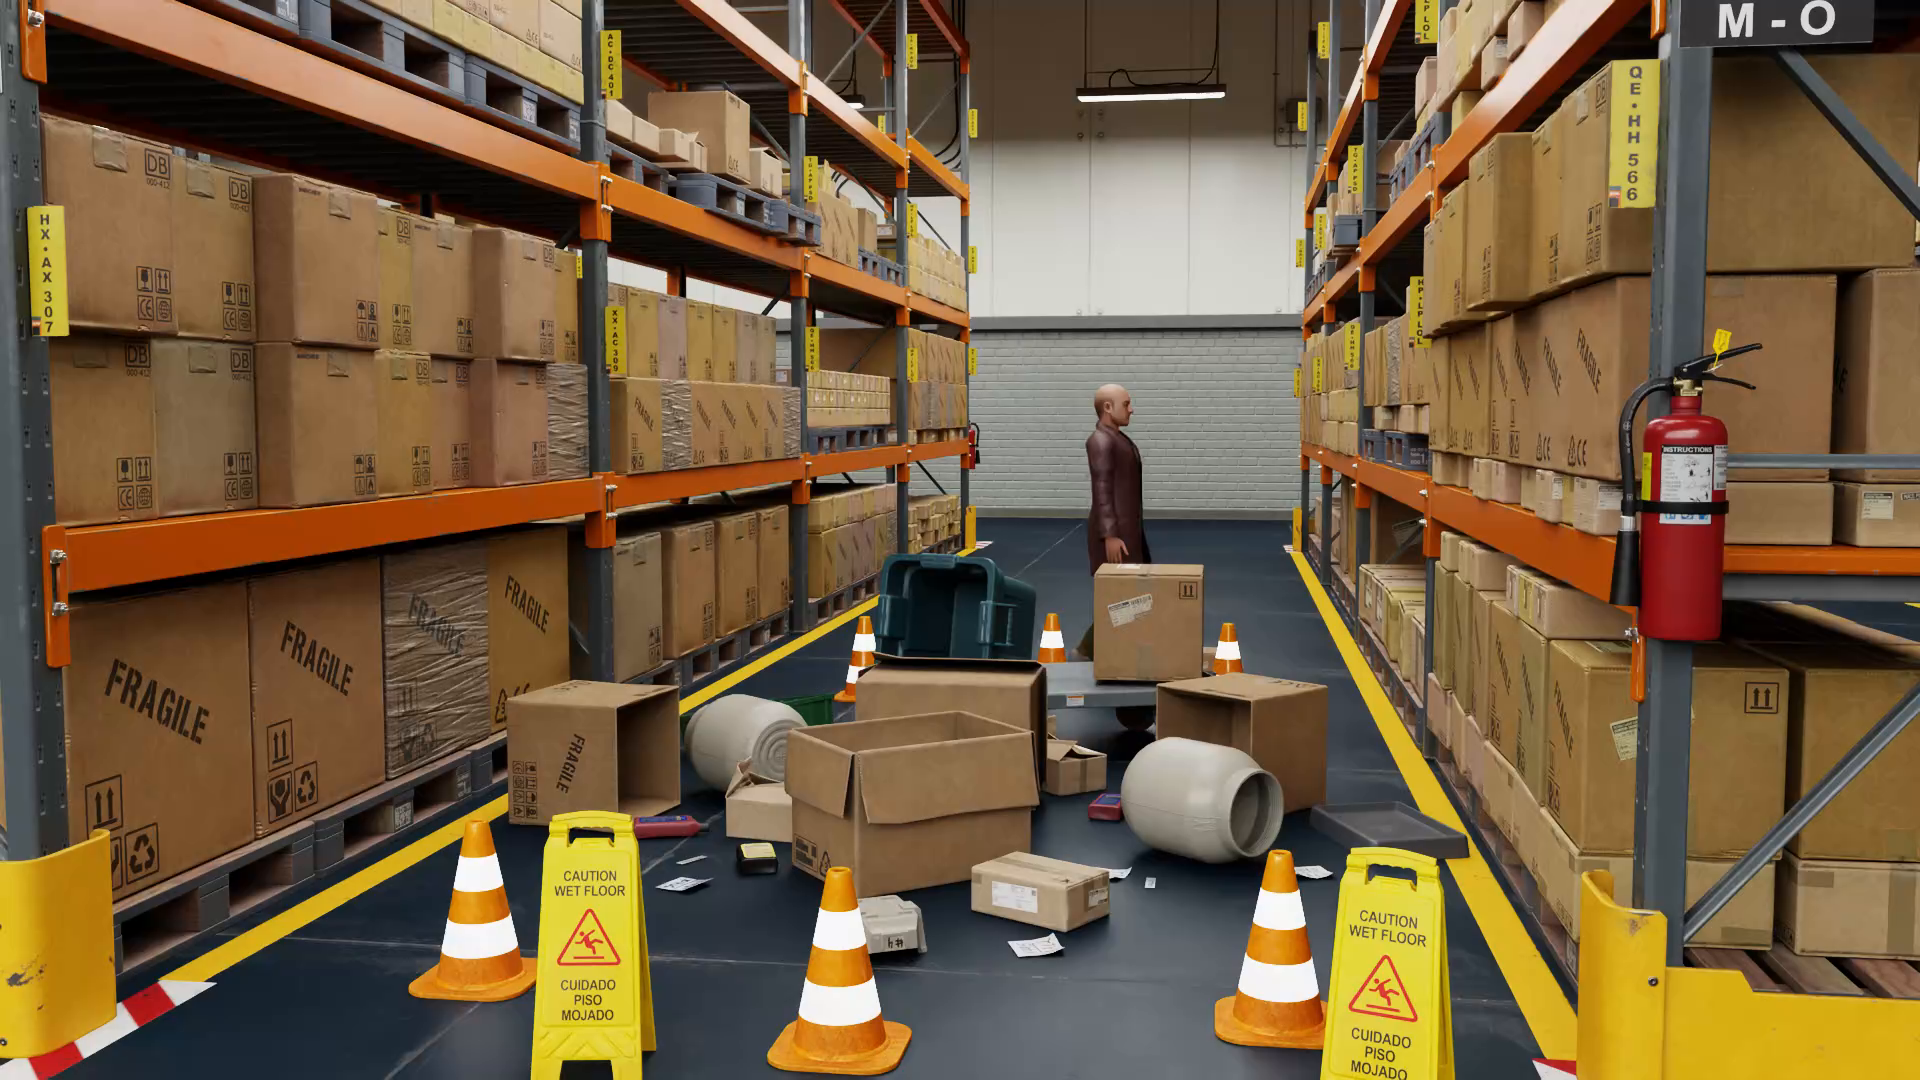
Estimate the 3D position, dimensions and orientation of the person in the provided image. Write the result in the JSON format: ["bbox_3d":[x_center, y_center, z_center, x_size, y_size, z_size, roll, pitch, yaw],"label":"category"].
[{"bbox_3d":[0.902,0.007,9.635,0.612,1.816,0.625,1,5,15],"label":"person"}]
